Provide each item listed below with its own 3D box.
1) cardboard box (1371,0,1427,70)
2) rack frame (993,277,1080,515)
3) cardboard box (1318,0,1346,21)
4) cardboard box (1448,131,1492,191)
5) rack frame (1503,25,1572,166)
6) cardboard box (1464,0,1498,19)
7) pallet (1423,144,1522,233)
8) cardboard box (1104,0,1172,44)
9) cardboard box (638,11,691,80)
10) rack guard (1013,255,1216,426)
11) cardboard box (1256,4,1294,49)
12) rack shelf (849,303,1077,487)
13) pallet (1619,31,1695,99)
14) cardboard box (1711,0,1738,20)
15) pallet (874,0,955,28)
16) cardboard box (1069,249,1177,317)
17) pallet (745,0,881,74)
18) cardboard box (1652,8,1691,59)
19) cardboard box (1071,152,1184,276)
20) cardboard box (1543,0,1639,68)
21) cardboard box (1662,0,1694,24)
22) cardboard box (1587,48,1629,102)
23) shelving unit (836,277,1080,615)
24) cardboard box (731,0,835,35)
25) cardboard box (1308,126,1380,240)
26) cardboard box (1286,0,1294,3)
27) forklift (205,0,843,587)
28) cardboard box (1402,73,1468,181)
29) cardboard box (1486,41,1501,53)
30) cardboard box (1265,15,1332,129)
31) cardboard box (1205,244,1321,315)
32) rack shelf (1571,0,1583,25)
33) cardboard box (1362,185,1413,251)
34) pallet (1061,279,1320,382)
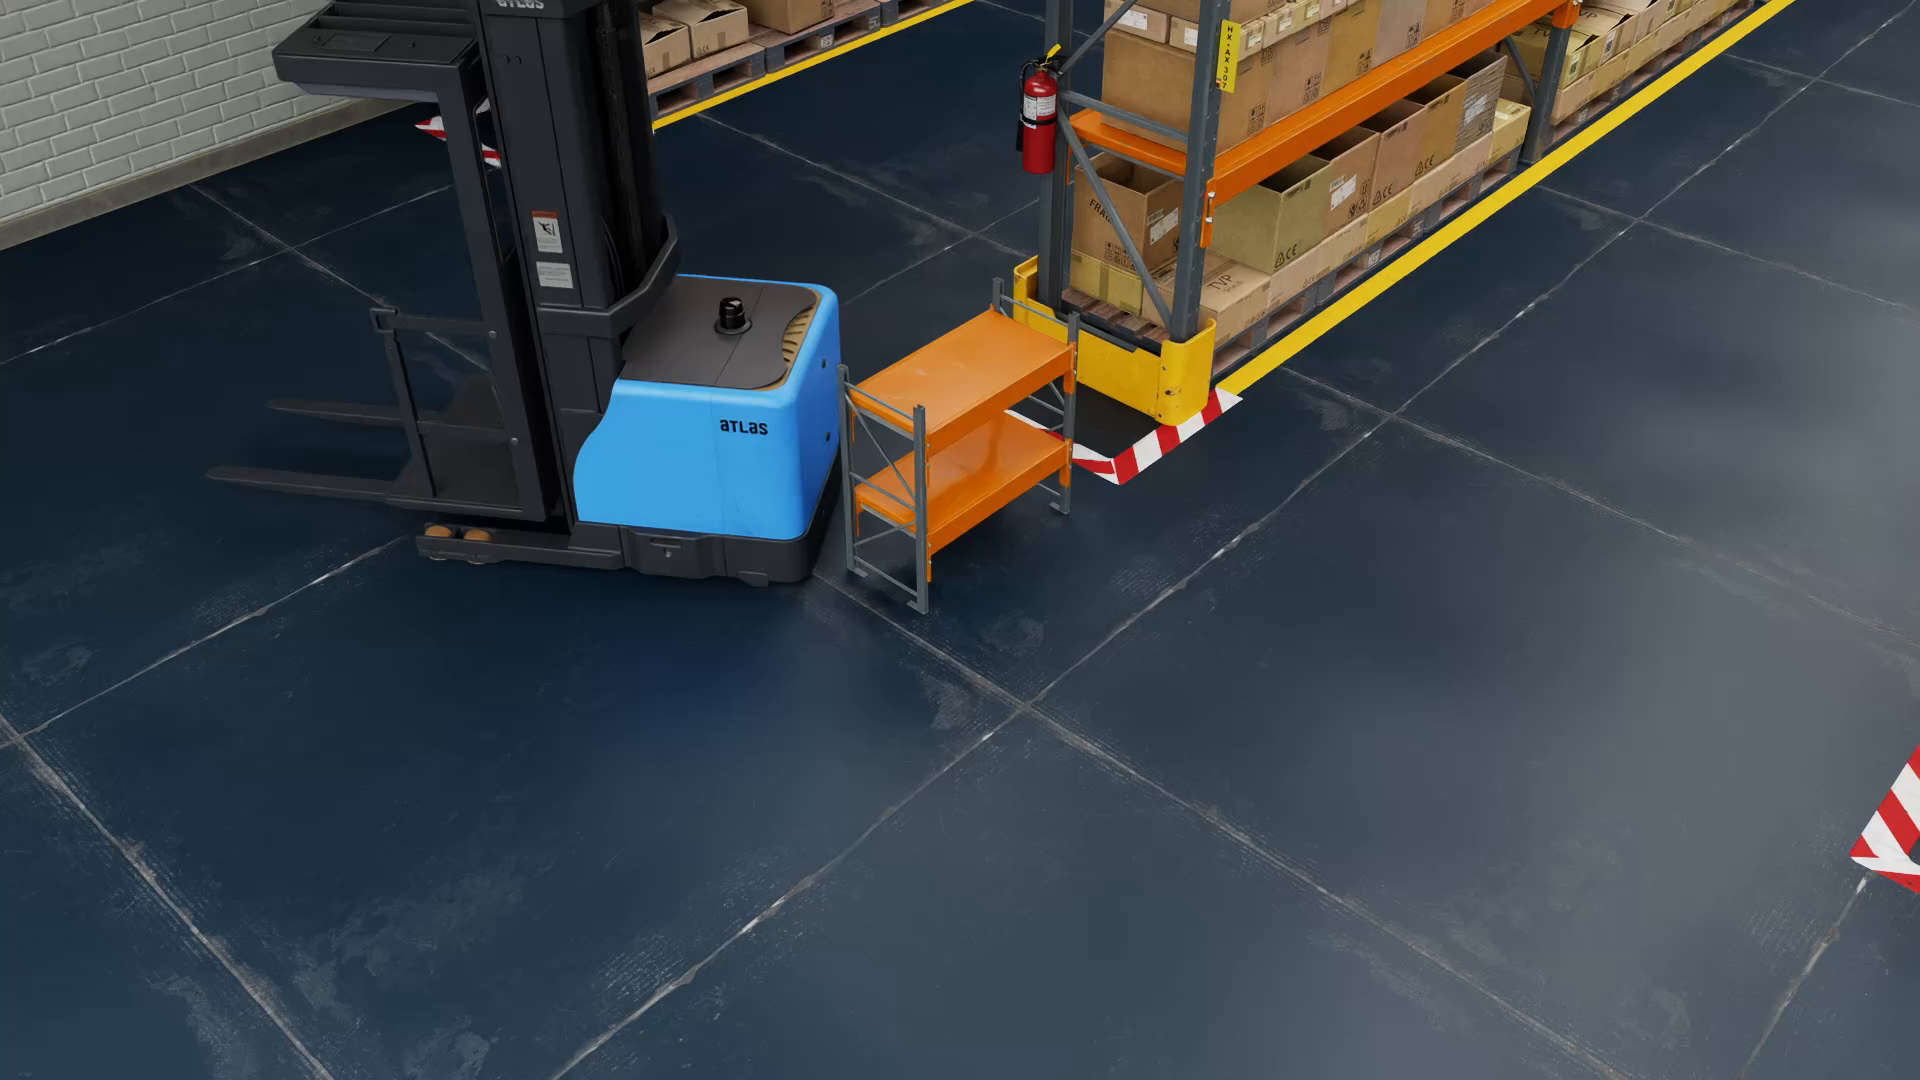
[{"bbox_3d":[2.197,-3.055,9.386,0.700,0.500,0.500,31,48,33],"label":"cardboard box"},{"bbox_3d":[0.348,-0.677,7.981,0.500,1.125,0.032,30,47,32],"label":"rack frame"},{"bbox_3d":[1.771,-2.829,8.580,0.380,0.149,0.250,29,47,31],"label":"cardboard box"},{"bbox_3d":[3.033,-2.490,10.627,0.500,0.250,0.500,30,47,32],"label":"cardboard box"},{"bbox_3d":[3.529,-3.933,10.569,1.000,3.000,0.127,30,47,32],"label":"rack frame"},{"bbox_3d":[2.883,-3.520,9.970,0.700,0.500,0.500,29,47,31],"label":"cardboard box"},{"bbox_3d":[2.961,-2.493,11.000,1.003,0.211,1.213,30,47,32],"label":"pallet"},{"bbox_3d":[0.947,-2.643,8.346,0.380,0.149,0.250,29,47,31],"label":"cardboard box"},{"bbox_3d":[-2.296,-3.573,11.924,0.500,0.311,0.500,24,44,27],"label":"cardboard box"},{"bbox_3d":[0.814,-1.105,9.022,1.175,0.500,0.348,30,47,32],"label":"rack guard"},{"bbox_3d":[1.430,-2.600,8.292,0.380,0.149,0.250,28,46,31],"label":"cardboard box"},{"bbox_3d":[0.005,-0.672,7.505,0.538,0.278,1.000,30,47,32],"label":"rack shelf"},{"bbox_3d":[4.820,-3.759,12.591,1.003,0.211,1.213,30,47,32],"label":"pallet"},{"bbox_3d":[5.707,-4.276,12.873,0.500,0.250,0.500,29,47,31],"label":"cardboard box"},{"bbox_3d":[-0.557,-4.596,13.644,1.003,0.211,1.213,30,47,32],"label":"pallet"},{"bbox_3d":[0.974,-1.553,9.449,0.500,0.250,0.500,30,47,32],"label":"cardboard box"},{"bbox_3d":[-1.380,-4.033,12.936,1.003,0.211,1.213,30,47,32],"label":"pallet"},{"bbox_3d":[5.021,-3.809,12.285,0.500,0.250,0.500,31,48,33],"label":"cardboard box"},{"bbox_3d":[0.972,-1.848,9.217,0.500,0.500,0.500,30,47,32],"label":"cardboard box"},{"bbox_3d":[4.333,-3.553,11.513,0.500,0.311,0.500,29,47,31],"label":"cardboard box"},{"bbox_3d":[5.028,-4.032,12.116,0.500,0.311,0.500,31,48,33],"label":"cardboard box"},{"bbox_3d":[4.330,-3.336,11.691,0.500,0.250,0.500,31,48,33],"label":"cardboard box"},{"bbox_3d":[0.005,-0.443,7.687,0.538,1.125,1.048,30,47,32],"label":"shelving unit"},{"bbox_3d":[-1.379,-4.225,12.592,0.700,0.500,0.500,27,46,29],"label":"cardboard box"},{"bbox_3d":[2.020,-2.095,9.528,0.500,0.500,0.500,30,47,32],"label":"cardboard box"},{"bbox_3d":[1.541,-3.119,8.423,0.700,0.500,0.500,28,46,31],"label":"cardboard box"},{"bbox_3d":[-2.122,-1.349,7.376,3.031,2.935,1.130,5,39,7],"label":"forklift"},{"bbox_3d":[2.697,-2.553,10.104,0.500,0.500,0.500,30,47,32],"label":"cardboard box"},{"bbox_3d":[3.590,-3.547,11.505,0.500,0.311,0.500,30,47,32],"label":"cardboard box"},{"bbox_3d":[1.505,-2.586,8.796,0.700,0.500,0.500,31,48,33],"label":"cardboard box"},{"bbox_3d":[1.691,-1.567,9.466,0.500,0.250,0.500,30,47,32],"label":"cardboard box"},{"bbox_3d":[4.878,-4.570,11.948,1.077,0.370,4.000,30,47,32],"label":"rack shelf"},{"bbox_3d":[2.369,-2.024,10.041,0.500,0.250,0.500,30,47,32],"label":"cardboard box"},{"bbox_3d":[1.315,-1.372,9.590,1.003,0.211,1.213,30,47,32],"label":"pallet"}]
